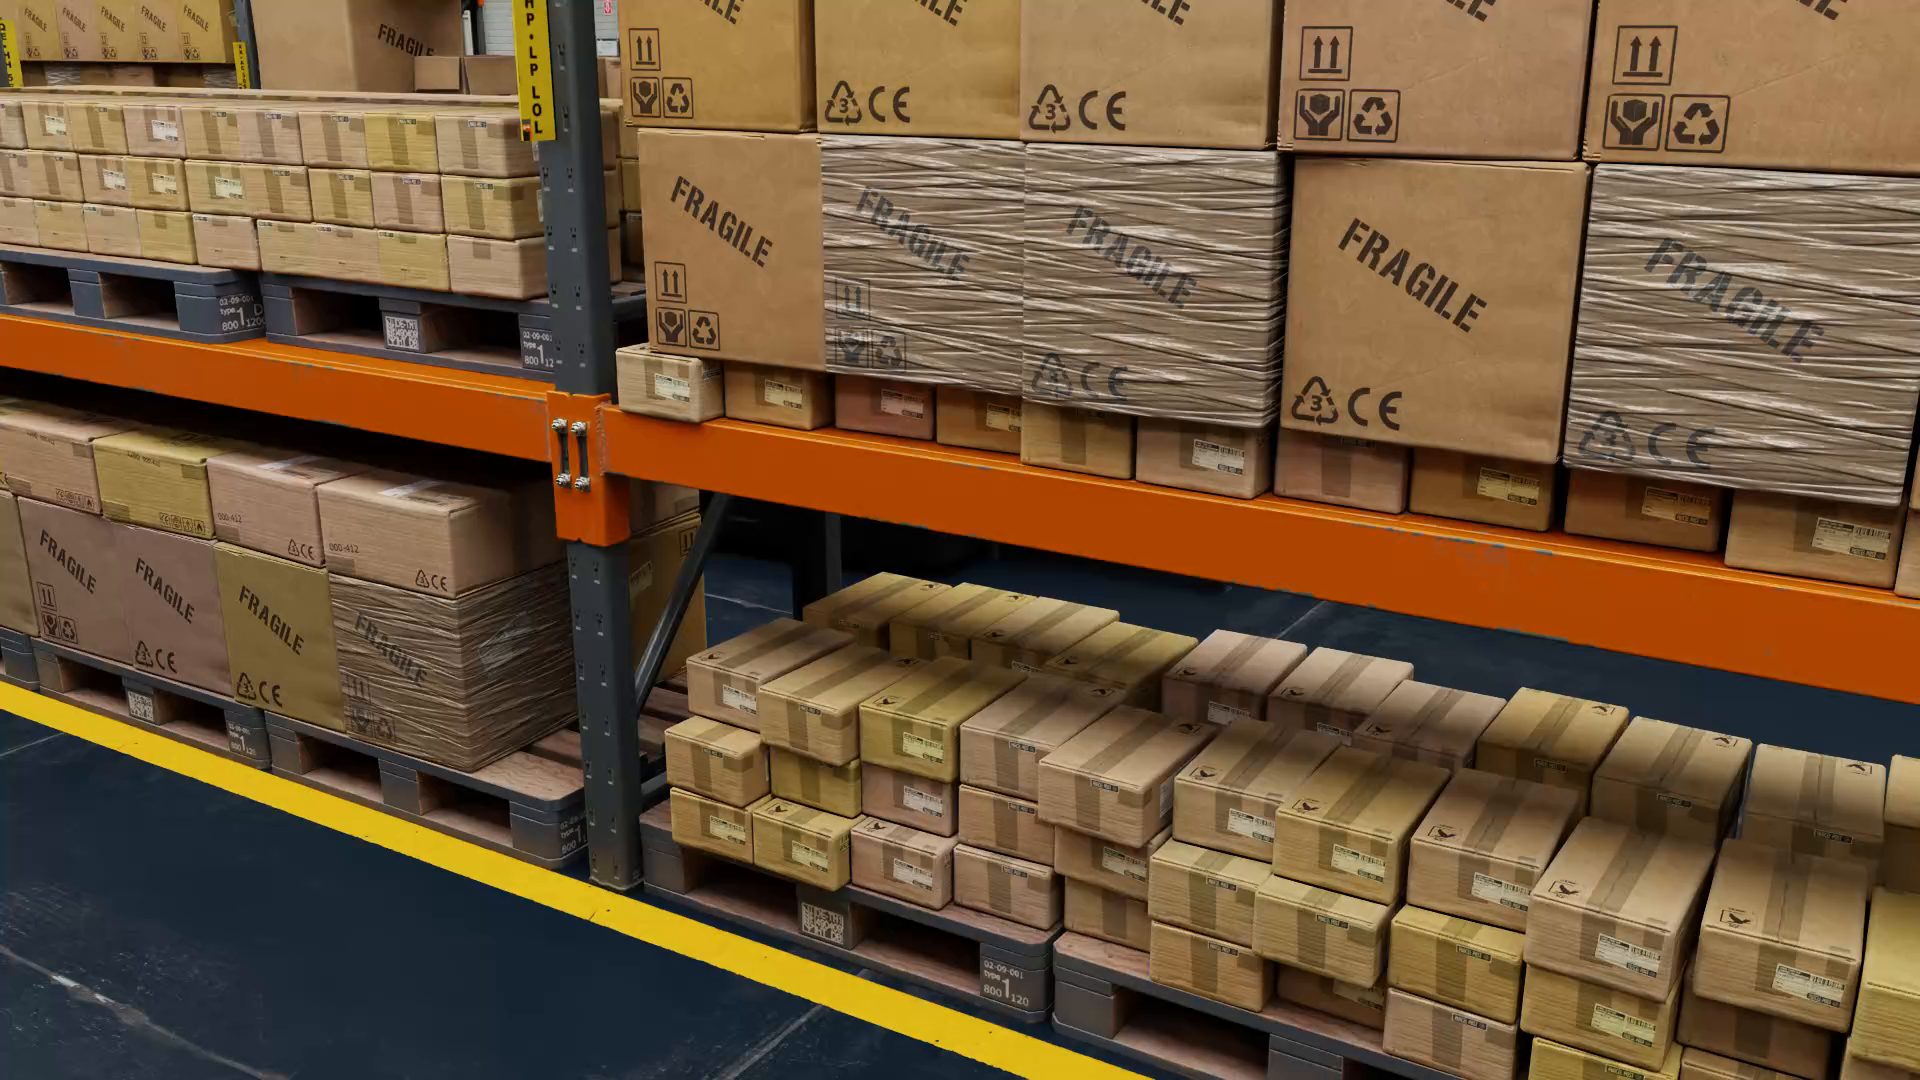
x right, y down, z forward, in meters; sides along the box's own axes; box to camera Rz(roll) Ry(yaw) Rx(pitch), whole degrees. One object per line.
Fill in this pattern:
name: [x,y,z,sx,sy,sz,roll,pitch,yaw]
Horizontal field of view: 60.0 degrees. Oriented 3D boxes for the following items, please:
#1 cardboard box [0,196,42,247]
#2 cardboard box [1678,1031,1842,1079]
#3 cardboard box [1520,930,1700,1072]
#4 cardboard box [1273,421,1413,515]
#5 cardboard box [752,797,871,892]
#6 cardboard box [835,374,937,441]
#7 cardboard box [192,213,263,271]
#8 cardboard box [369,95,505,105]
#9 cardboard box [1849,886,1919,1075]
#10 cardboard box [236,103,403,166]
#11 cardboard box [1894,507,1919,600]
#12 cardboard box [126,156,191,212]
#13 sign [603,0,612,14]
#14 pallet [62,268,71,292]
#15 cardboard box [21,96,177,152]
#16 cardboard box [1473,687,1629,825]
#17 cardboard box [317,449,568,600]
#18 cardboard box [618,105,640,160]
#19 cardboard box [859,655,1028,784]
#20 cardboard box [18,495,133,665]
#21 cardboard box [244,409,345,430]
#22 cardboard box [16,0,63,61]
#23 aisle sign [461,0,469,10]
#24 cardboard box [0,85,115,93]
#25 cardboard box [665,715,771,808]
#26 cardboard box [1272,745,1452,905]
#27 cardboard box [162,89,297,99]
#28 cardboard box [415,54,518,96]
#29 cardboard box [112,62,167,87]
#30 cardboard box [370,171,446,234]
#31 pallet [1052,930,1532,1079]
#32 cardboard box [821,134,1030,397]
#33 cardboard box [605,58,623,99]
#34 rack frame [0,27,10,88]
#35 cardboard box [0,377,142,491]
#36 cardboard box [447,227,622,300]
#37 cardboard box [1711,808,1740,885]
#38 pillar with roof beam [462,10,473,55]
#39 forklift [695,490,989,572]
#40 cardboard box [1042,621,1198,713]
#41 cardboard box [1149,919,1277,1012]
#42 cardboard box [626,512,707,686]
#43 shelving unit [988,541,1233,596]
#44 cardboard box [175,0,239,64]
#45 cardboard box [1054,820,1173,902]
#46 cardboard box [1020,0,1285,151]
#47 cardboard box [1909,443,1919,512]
cardboard box: [-2.880,-1.051,5.390,0.250,0.149,0.380,11,20,32]
cardboard box: [1.517,0.991,3.140,0.250,0.149,0.380,10,20,31]
cardboard box: [1.253,0.823,3.181,0.250,0.149,0.380,10,20,31]
cardboard box: [0.806,-0.180,3.246,0.250,0.149,0.380,11,20,32]
cardboard box: [-0.296,0.696,4.110,0.250,0.149,0.380,11,20,32]
cardboard box: [-0.081,-0.349,3.803,0.250,0.149,0.380,9,19,28]
cardboard box: [-1.993,-0.891,4.864,0.250,0.149,0.380,9,19,28]
cardboard box: [-1.647,-1.339,5.316,0.250,0.149,0.380,10,20,30]
cardboard box: [1.689,0.767,2.856,0.250,0.149,0.380,10,19,29]
cardboard box: [-1.781,-1.141,4.662,0.250,0.149,0.380,10,20,30]
cardboard box: [1.675,-0.008,2.678,0.250,0.149,0.380,11,20,32]
cardboard box: [-2.232,-1.077,4.962,0.250,0.149,0.380,10,20,30]
sign: [-6.535,-9.902,30.829,0.199,0.298,0.001,10,20,30]
pallet: [-3.410,-1.077,6.095,1.003,0.211,1.213,10,20,30]
cardboard box: [-2.660,-1.298,5.180,0.250,0.149,0.380,11,20,32]
cardboard box: [1.344,0.486,3.781,0.250,0.149,0.380,10,20,31]
cardboard box: [-1.431,-0.057,4.695,0.500,0.250,0.500,10,19,29]
cardboard box: [-0.759,-1.181,4.796,0.250,0.149,0.380,11,20,33]
cardboard box: [-0.034,0.423,3.987,0.250,0.149,0.380,10,19,29]
cardboard box: [-2.734,0.068,5.576,0.500,0.500,0.500,10,19,29]
cardboard box: [-2.043,-0.343,5.637,0.500,0.250,0.500,11,20,32]
cardboard box: [-7.033,-4.045,13.131,0.500,0.500,0.500,10,20,30]
aisle sign: [-5.522,-6.236,18.276,0.004,0.787,0.394,10,20,30]
cardboard box: [-3.415,-1.655,6.355,0.250,0.149,0.380,9,19,28]
cardboard box: [-0.523,0.513,4.202,0.250,0.149,0.380,11,20,33]
cardboard box: [0.839,0.584,3.457,0.250,0.149,0.380,10,20,30]
cardboard box: [-2.548,-1.499,5.840,0.250,0.149,0.380,10,20,30]
cardboard box: [-3.274,-3.082,11.465,0.637,0.503,0.797,13,21,36]
cardboard box: [-6.037,-3.482,12.999,0.500,0.500,0.875,10,20,30]
cardboard box: [-1.332,-0.917,4.436,0.250,0.149,0.380,10,20,30]
pallet: [0.970,0.971,3.822,1.213,0.211,1.003,10,20,30]
cardboard box: [0.051,-0.621,3.581,0.500,0.500,0.500,10,20,30]
cardboard box: [-1.872,-2.785,10.493,0.500,0.500,0.500,8,18,23]
rack frame: [-4.073,-1.251,6.338,0.127,3.000,1.000,10,20,30]
cardboard box: [-3.180,-0.372,5.734,0.500,0.250,0.500,10,19,29]
cardboard box: [-1.106,-0.734,4.348,0.250,0.149,0.380,10,19,29]
cardboard box: [1.536,0.690,3.619,0.250,0.149,0.380,9,19,27]
pillar with roof beam: [-11.860,-11.098,28.435,0.400,9.000,9.100,10,20,30]
forklift: [-1.185,-1.550,7.440,3.031,2.935,1.130,8,19,25]
cardboard box: [0.410,0.350,4.228,0.250,0.149,0.380,11,20,32]
cardboard box: [0.605,0.843,3.627,0.250,0.149,0.380,10,19,29]
cardboard box: [-1.155,0.175,5.223,0.500,0.500,0.500,11,20,32]
shelving unit: [0.702,-0.448,6.920,1.048,1.125,0.538,8,19,25]
cardboard box: [-5.327,-3.741,12.132,0.500,0.500,0.500,10,20,30]
cardboard box: [0.417,0.647,3.762,0.250,0.149,0.380,11,20,33]
cardboard box: [0.455,-1.022,3.182,0.500,0.500,0.500,10,20,31]
cardboard box: [1.790,-0.308,2.551,0.500,0.500,0.500,10,19,29]
